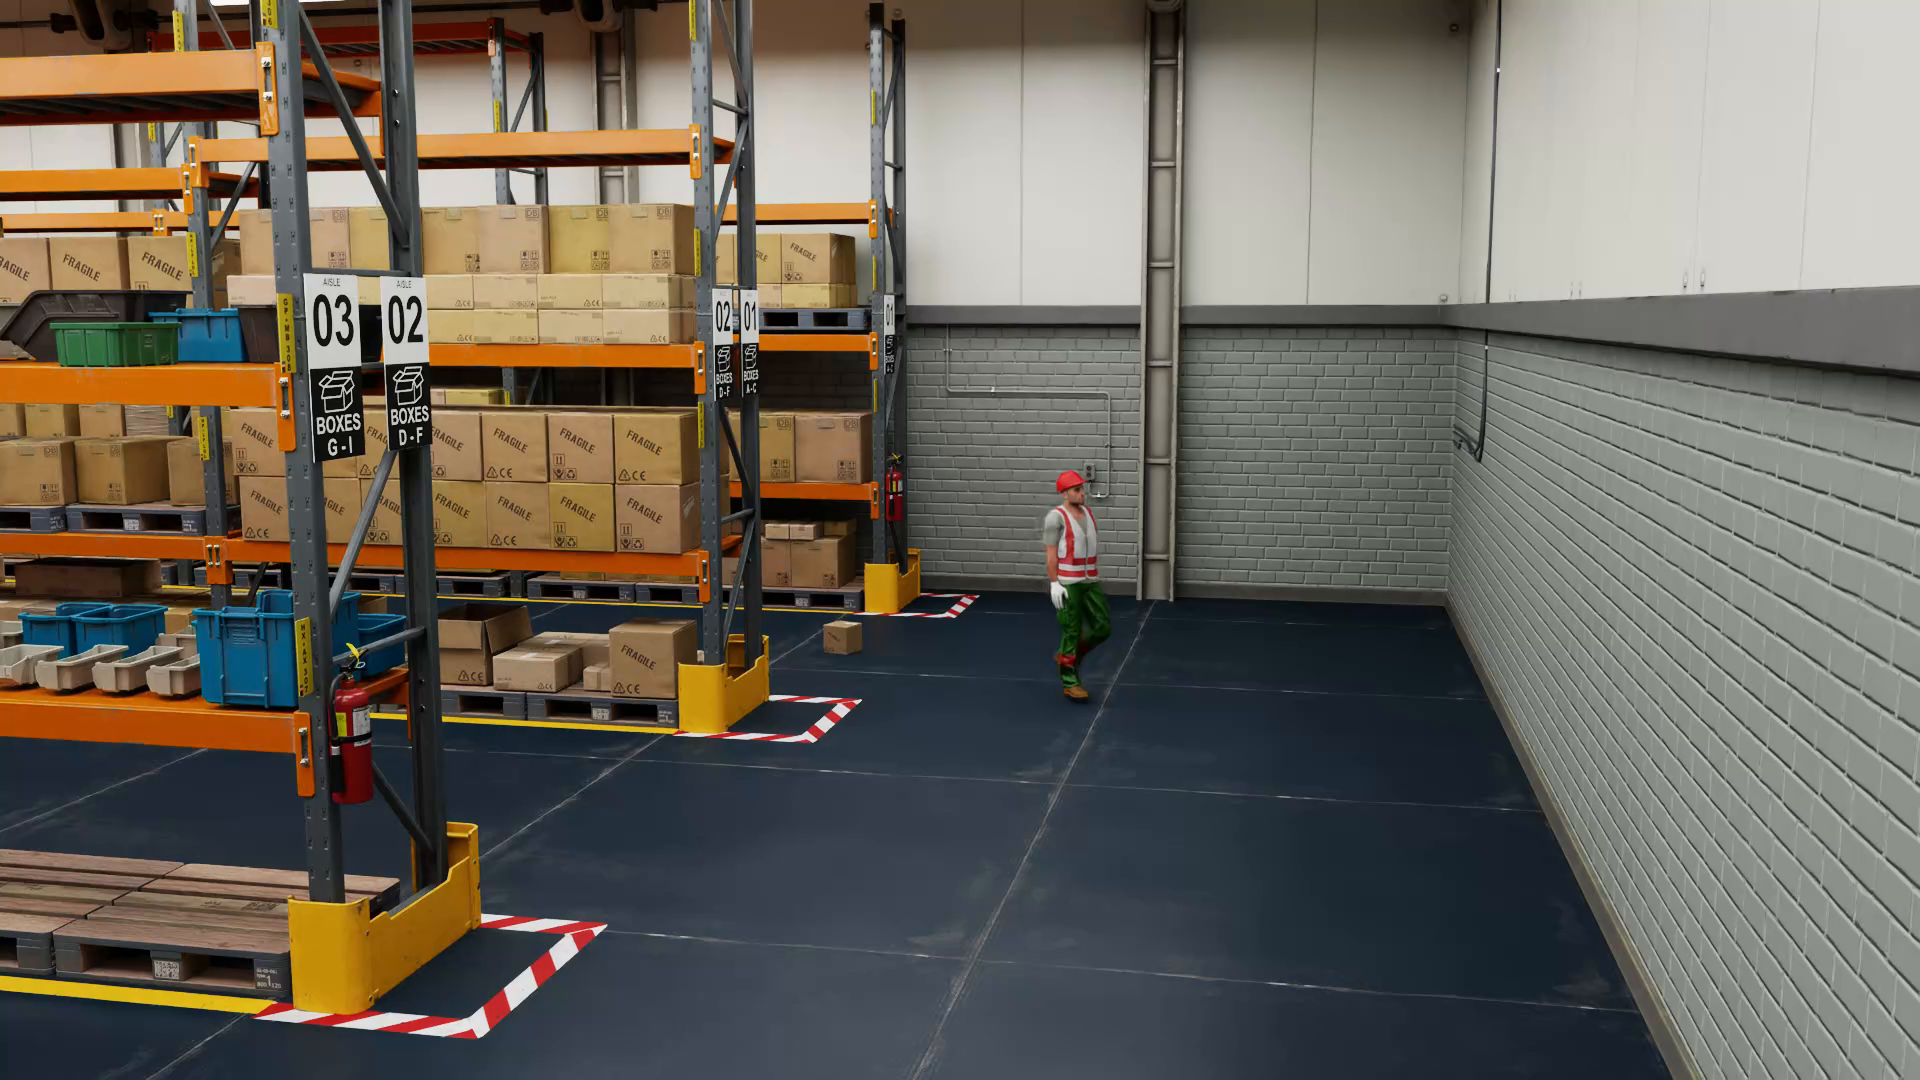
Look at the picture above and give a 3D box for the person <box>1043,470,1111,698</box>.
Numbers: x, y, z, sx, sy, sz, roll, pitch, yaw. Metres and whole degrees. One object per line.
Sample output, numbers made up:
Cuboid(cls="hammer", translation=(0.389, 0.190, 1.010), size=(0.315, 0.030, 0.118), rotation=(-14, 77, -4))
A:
Cuboid(cls="person", translation=(0.893, 0.343, 13.051), size=(0.543, 1.782, 0.501), rotation=(-6, 10, -37))
